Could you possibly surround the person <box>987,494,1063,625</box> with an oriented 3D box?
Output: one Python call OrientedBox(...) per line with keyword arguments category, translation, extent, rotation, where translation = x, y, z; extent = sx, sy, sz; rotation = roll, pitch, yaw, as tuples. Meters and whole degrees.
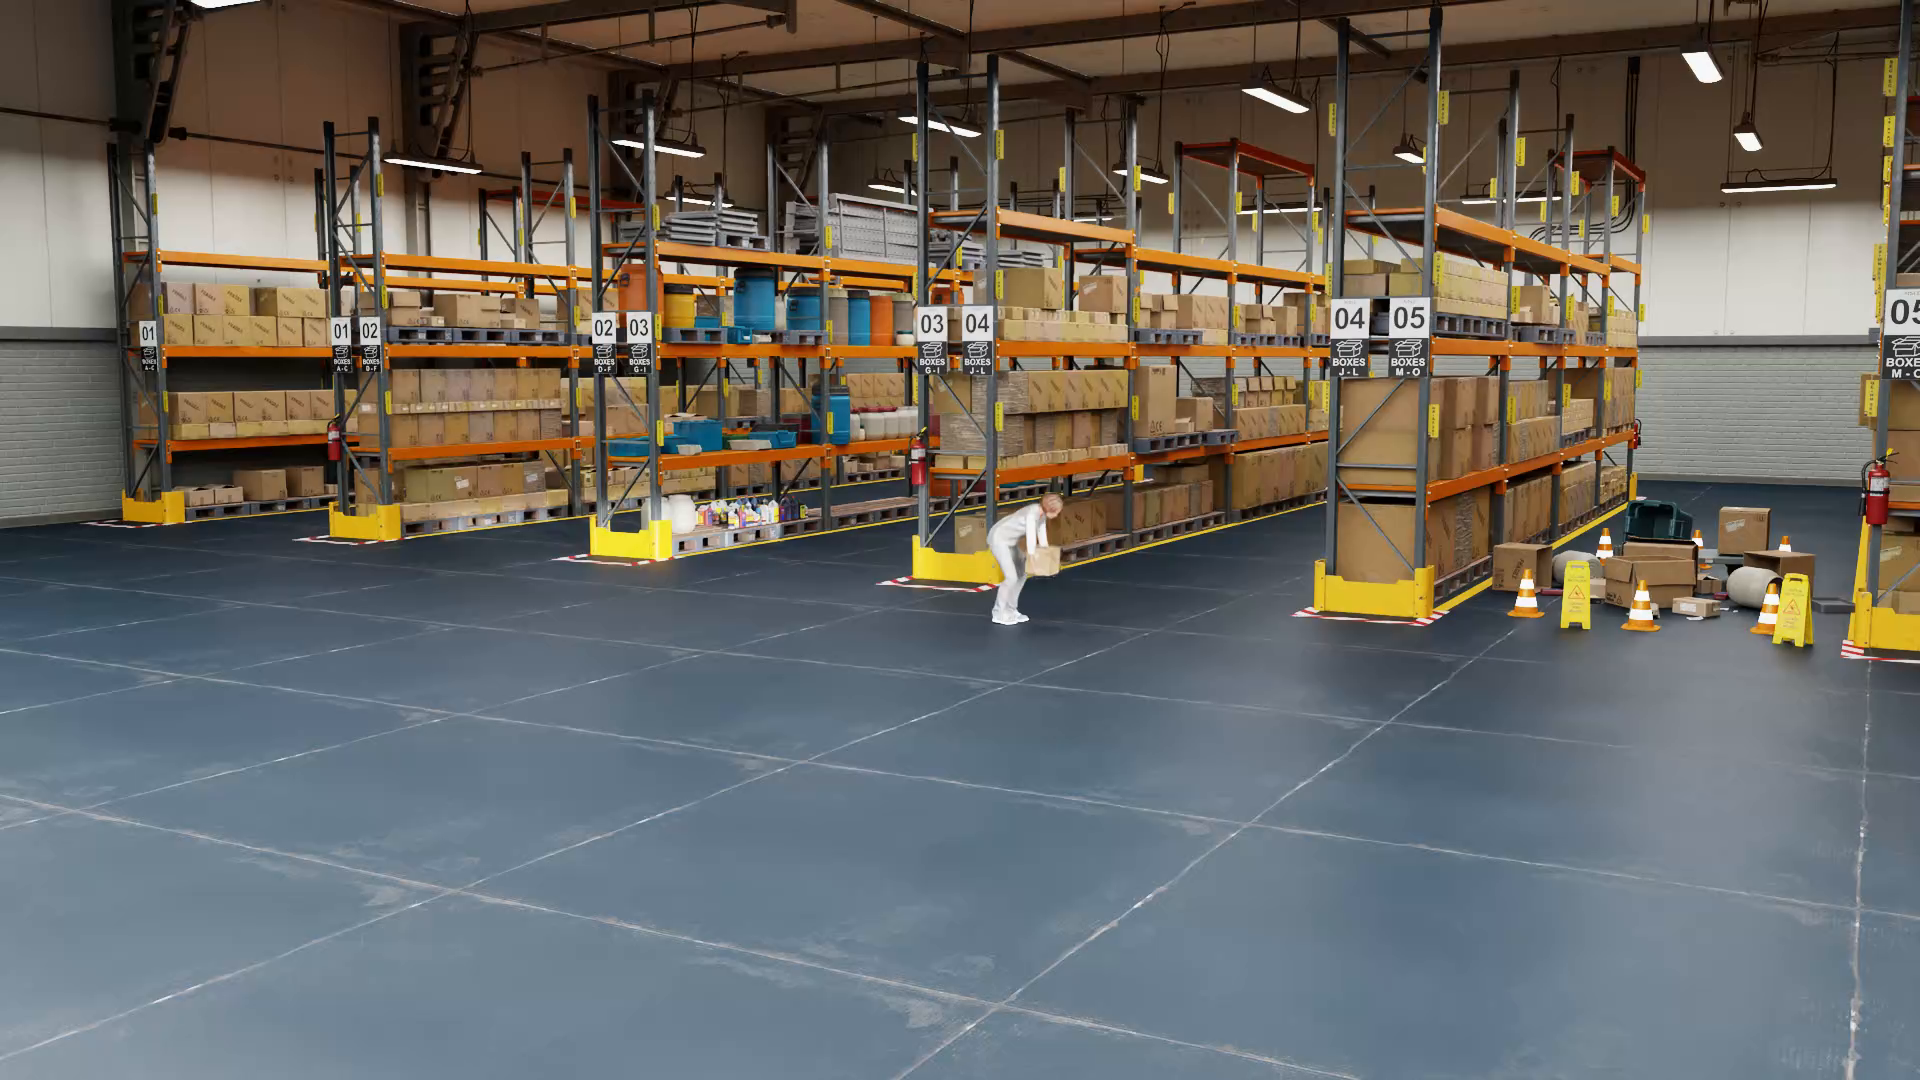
OrientedBox(category="person", translation=(0.641, 0.192, 16.291), extent=(0.780, 1.278, 0.385), rotation=(3, 7, 27))
